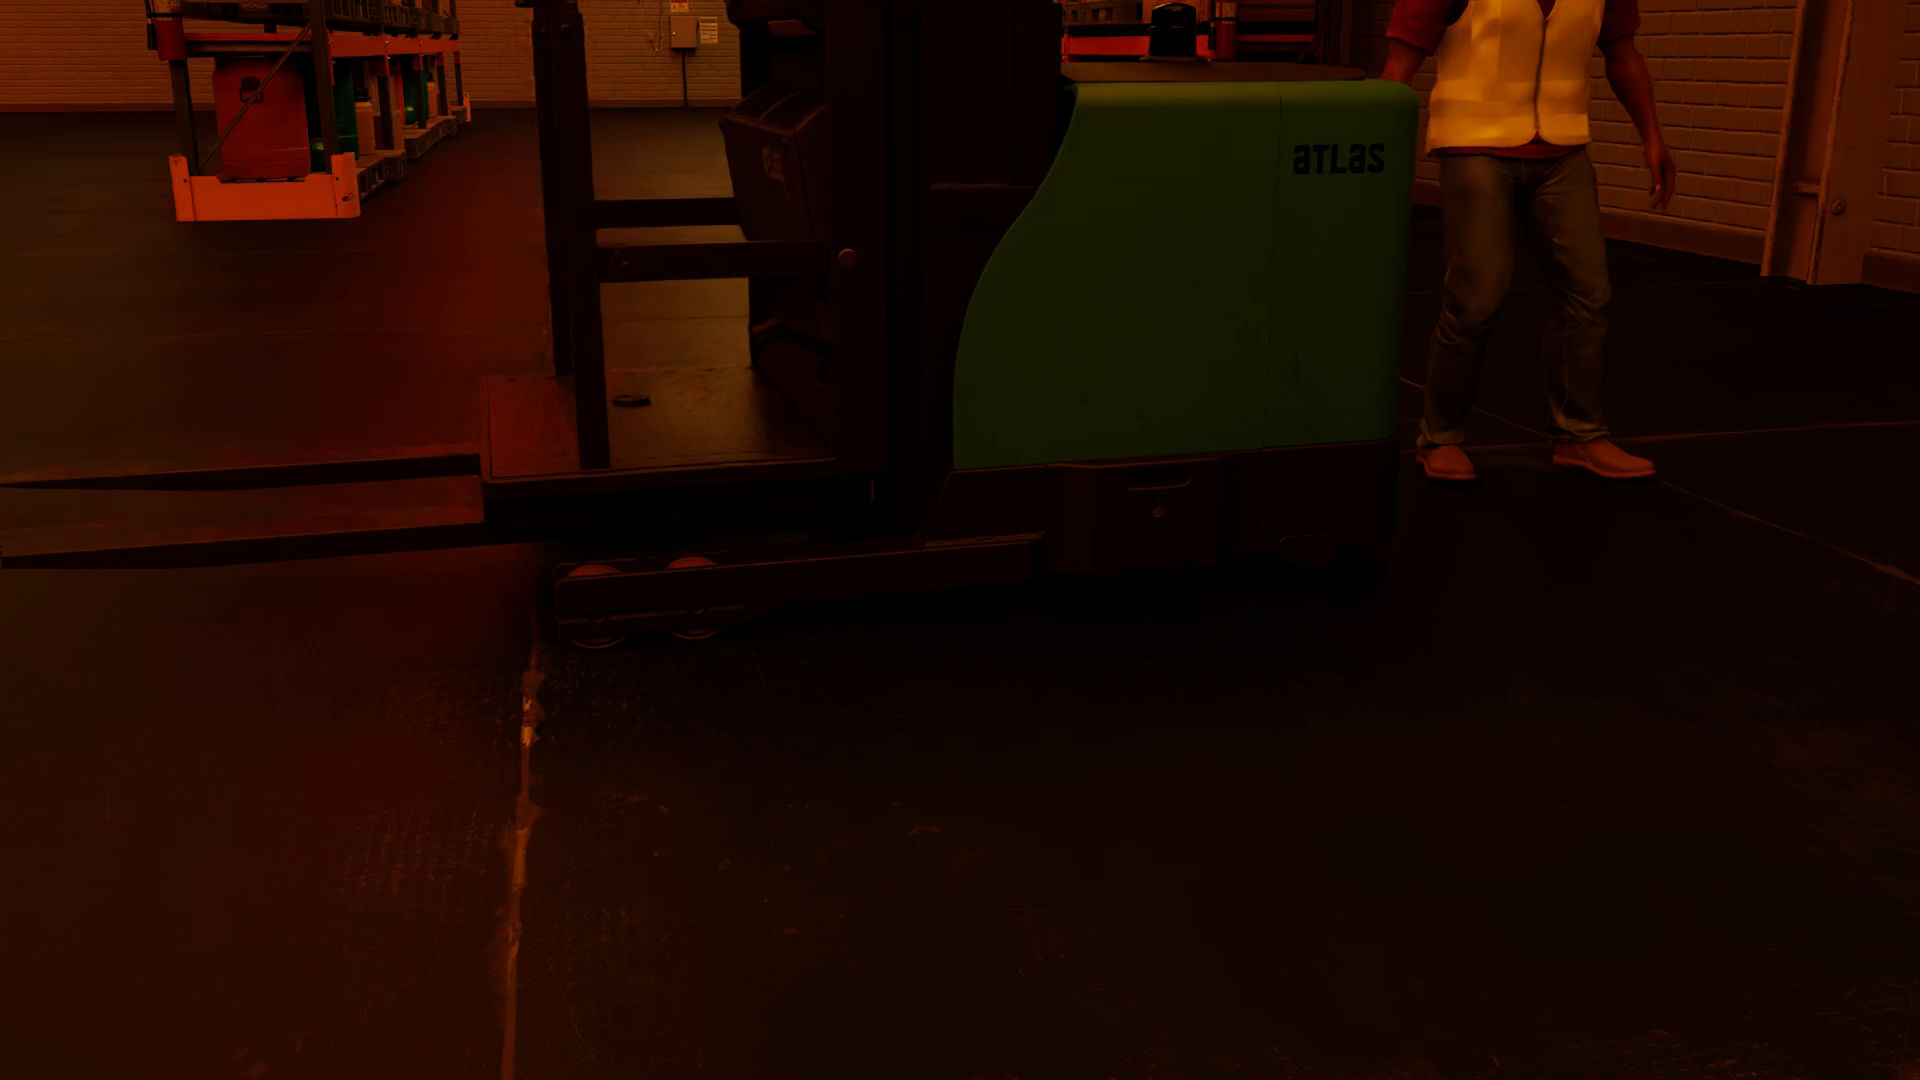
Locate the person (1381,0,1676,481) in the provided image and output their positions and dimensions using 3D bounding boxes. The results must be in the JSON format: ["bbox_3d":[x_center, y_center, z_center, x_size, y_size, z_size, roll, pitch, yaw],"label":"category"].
[{"bbox_3d":[1.477,-1.012,4.370,0.824,1.740,0.418,-3,17,-11],"label":"person"}]

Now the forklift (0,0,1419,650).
[{"bbox_3d":[-0.587,-1.356,3.431,3.031,2.935,1.130,-5,17,-15],"label":"forklift"}]
